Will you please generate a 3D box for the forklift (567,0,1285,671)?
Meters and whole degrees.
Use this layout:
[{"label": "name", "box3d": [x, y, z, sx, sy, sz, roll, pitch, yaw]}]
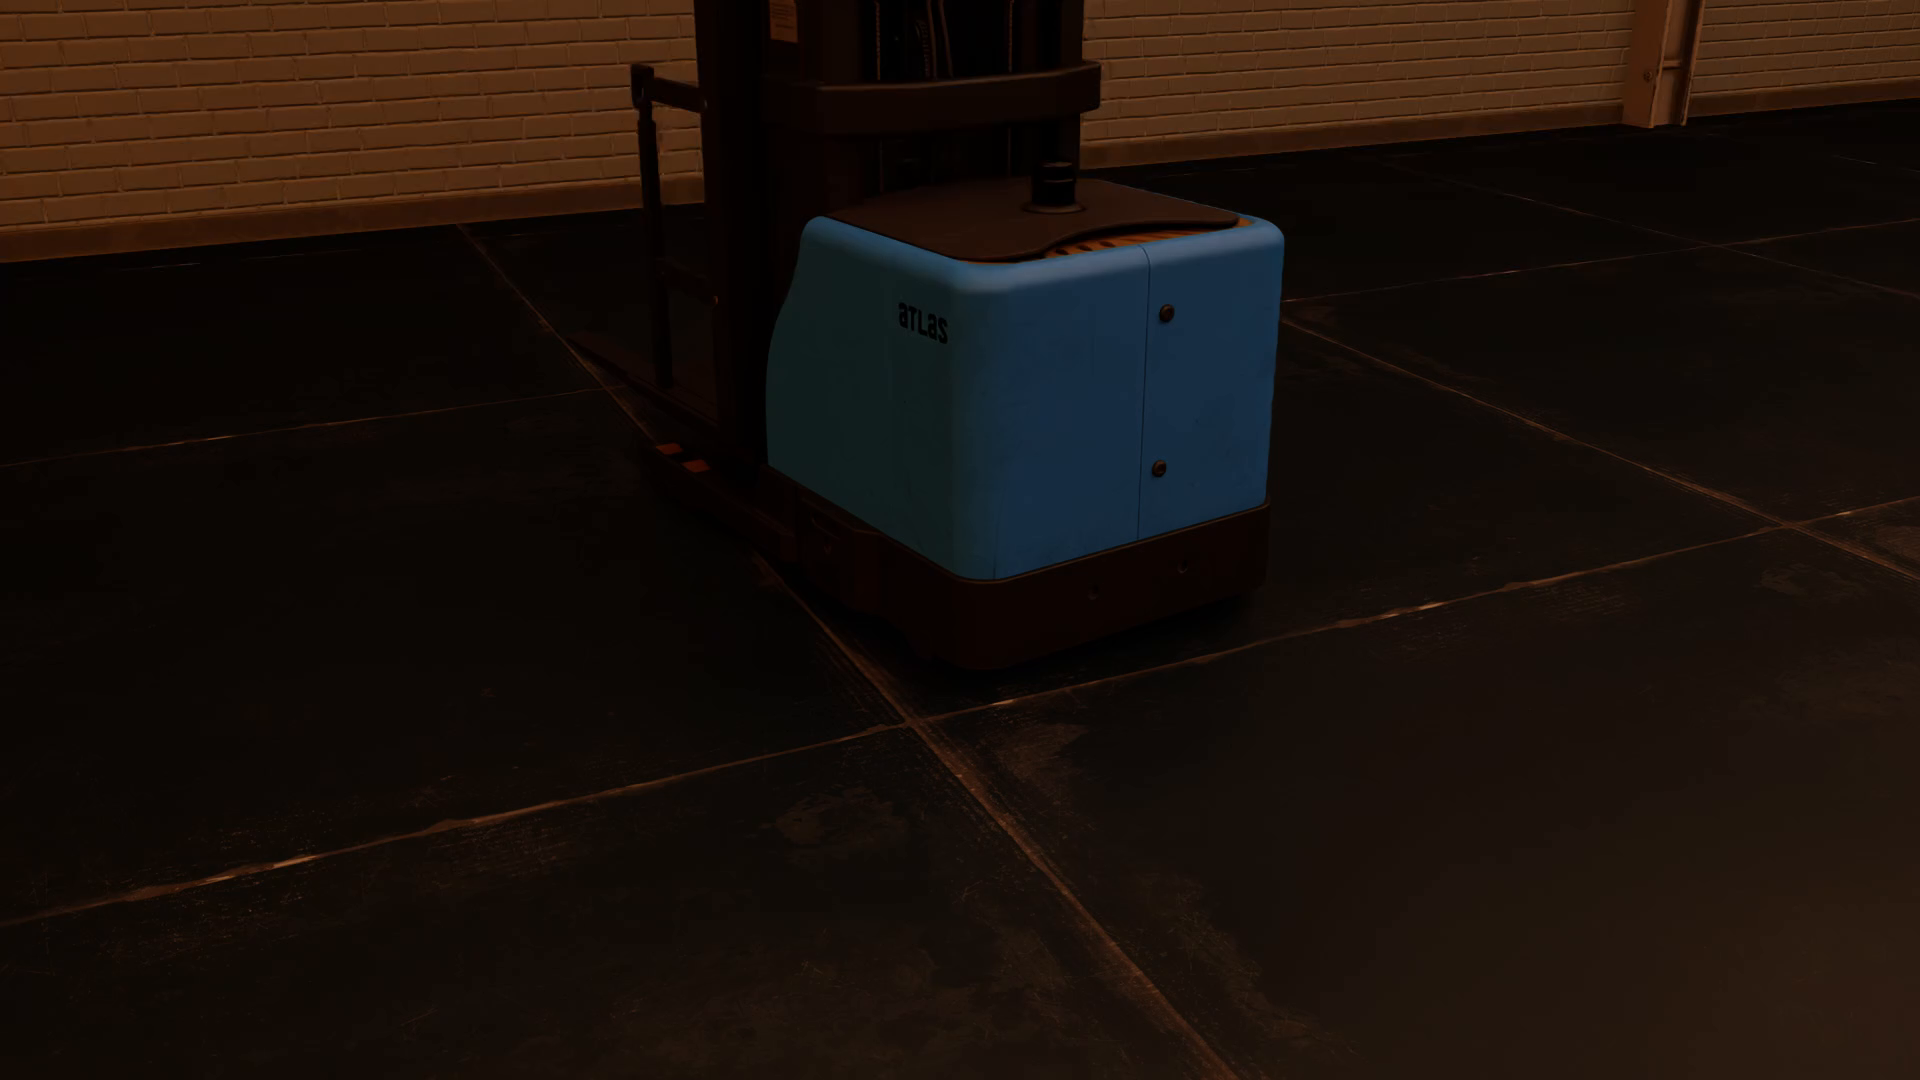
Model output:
[{"label": "forklift", "box3d": [-0.393, -1.538, 4.989, 1.130, 2.935, 3.031, -15, 27, -32]}]
